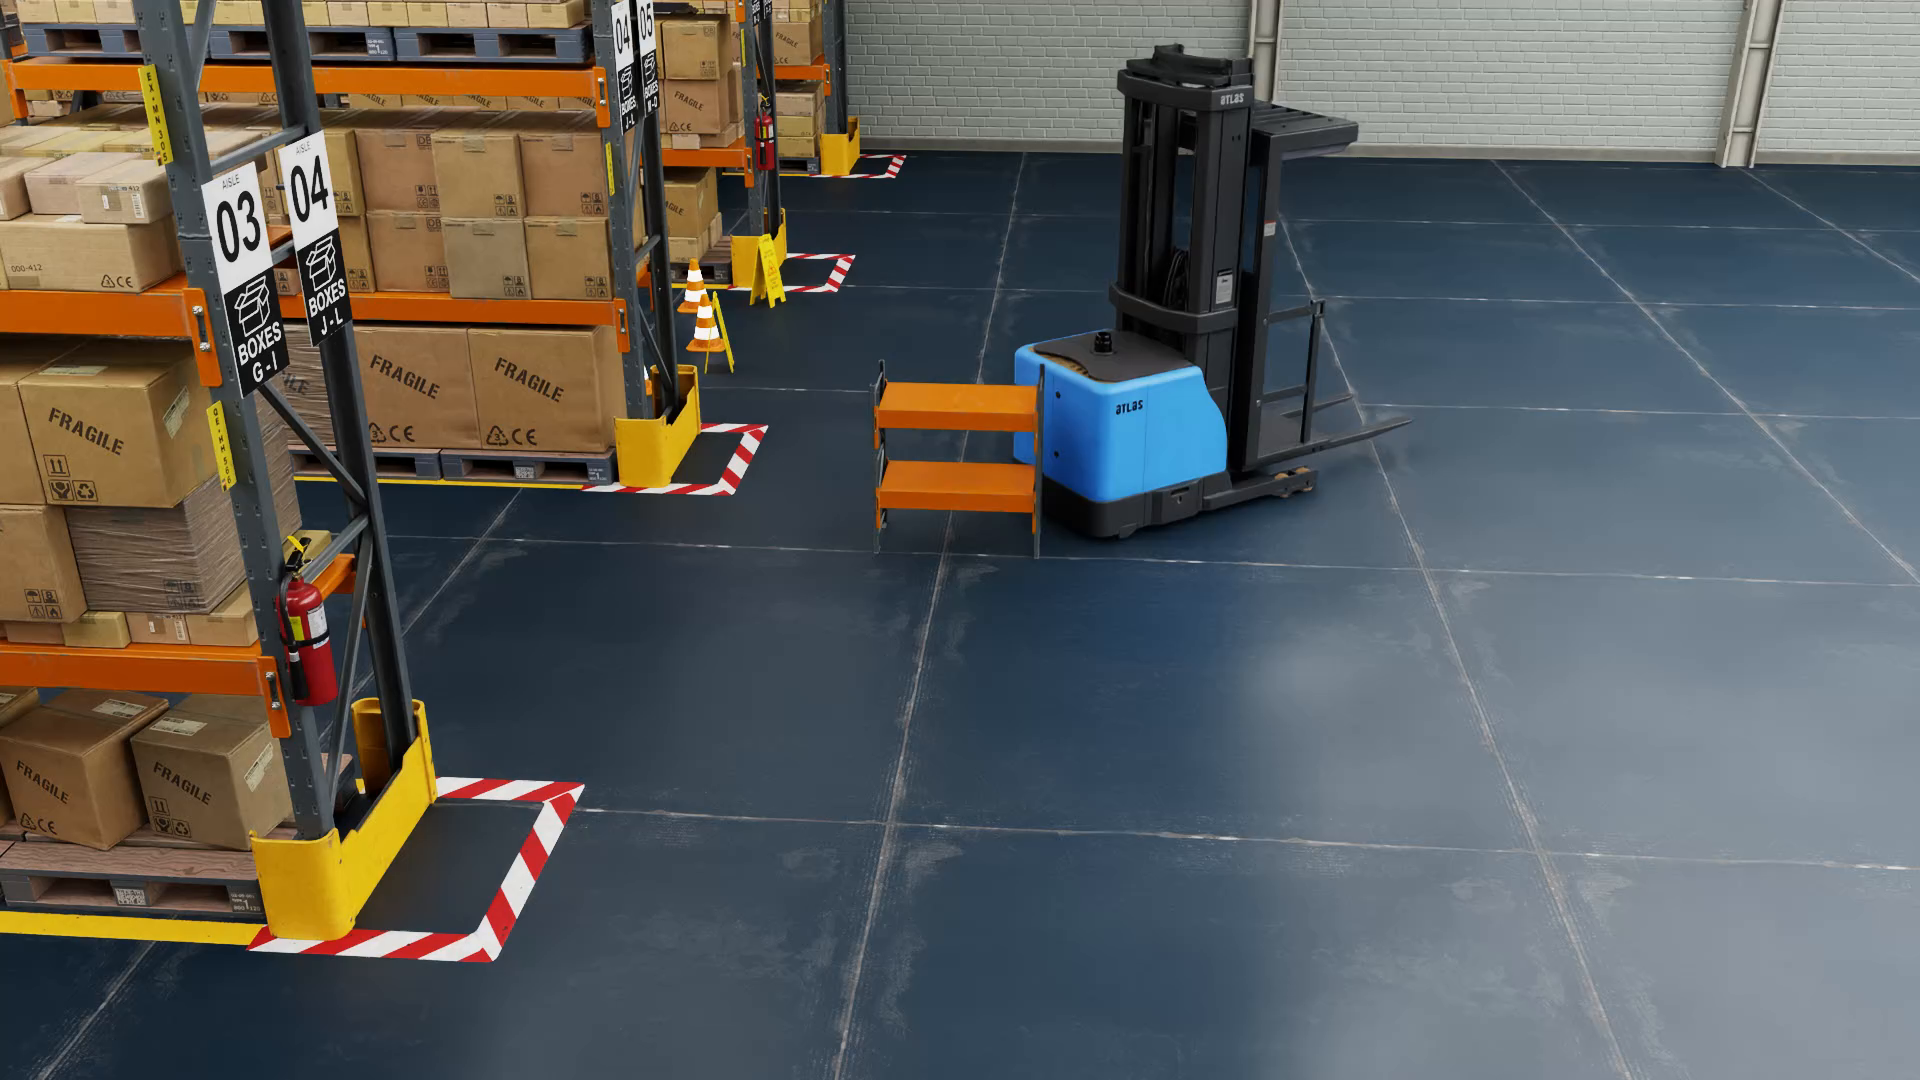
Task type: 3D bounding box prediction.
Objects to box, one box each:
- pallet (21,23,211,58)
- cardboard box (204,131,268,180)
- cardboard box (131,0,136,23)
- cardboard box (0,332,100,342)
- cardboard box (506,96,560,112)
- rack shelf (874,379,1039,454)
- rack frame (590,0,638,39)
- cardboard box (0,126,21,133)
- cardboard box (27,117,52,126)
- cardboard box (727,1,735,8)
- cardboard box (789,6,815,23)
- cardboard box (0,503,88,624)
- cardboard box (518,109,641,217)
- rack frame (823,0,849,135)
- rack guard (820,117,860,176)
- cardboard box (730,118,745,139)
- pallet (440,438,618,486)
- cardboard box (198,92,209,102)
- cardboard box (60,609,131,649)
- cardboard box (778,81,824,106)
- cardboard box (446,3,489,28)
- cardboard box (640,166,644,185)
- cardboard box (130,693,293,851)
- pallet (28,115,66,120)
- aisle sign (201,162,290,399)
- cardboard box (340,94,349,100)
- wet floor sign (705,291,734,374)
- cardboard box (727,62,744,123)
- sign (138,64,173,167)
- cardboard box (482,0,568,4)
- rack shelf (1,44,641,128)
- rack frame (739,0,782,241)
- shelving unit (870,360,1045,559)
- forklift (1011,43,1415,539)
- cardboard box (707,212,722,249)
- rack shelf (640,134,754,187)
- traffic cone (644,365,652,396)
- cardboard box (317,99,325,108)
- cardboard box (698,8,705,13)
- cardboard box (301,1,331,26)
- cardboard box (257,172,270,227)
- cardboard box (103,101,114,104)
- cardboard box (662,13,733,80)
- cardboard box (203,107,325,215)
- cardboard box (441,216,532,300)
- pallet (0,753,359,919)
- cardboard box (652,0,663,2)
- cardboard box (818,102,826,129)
[{"bbox_3d":[-5.360,-3.390,11.048,1.213,0.211,1.003,2,25,4],"label":"pallet"},{"bbox_3d":[-2.924,-1.487,6.508,0.250,0.149,0.380,2,25,4],"label":"cardboard box"},{"bbox_3d":[-5.081,-3.406,10.653,0.250,0.149,0.380,1,25,3],"label":"cardboard box"},{"bbox_3d":[-3.693,-0.692,6.993,0.500,0.500,0.500,2,25,4],"label":"cardboard box"},{"bbox_3d":[-3.972,-4.180,15.769,0.500,0.500,0.500,2,25,5],"label":"cardboard box"},{"bbox_3d":[-0.007,-0.777,10.393,1.000,0.278,0.538,2,25,4],"label":"rack shelf"},{"bbox_3d":[-2.187,-4.696,10.190,0.127,3.000,1.000,2,25,4],"label":"rack frame"},{"bbox_3d":[-3.944,-1.541,6.624,0.250,0.149,0.380,2,25,4],"label":"cardboard box"},{"bbox_3d":[-6.670,-2.612,11.522,0.500,0.500,0.700,1,25,3],"label":"cardboard box"},{"bbox_3d":[-2.659,-6.536,20.114,0.250,0.149,0.380,2,25,4],"label":"cardboard box"},{"bbox_3d":[-1.899,-6.340,20.045,0.250,0.149,0.380,2,25,5],"label":"cardboard box"},{"bbox_3d":[-3.721,-0.082,6.865,0.500,0.500,0.875,2,25,4],"label":"cardboard box"},{"bbox_3d":[-2.554,-2.557,11.248,0.550,0.550,0.875,2,25,4],"label":"cardboard box"},{"bbox_3d":[-1.532,-6.106,20.431,0.127,3.000,1.000,2,25,4],"label":"rack frame"},{"bbox_3d":[-1.508,-4.970,20.952,0.348,0.500,1.175,2,25,4],"label":"rack guard"},{"bbox_3d":[-2.231,-4.020,16.199,0.250,0.149,0.380,2,25,4],"label":"cardboard box"},{"bbox_3d":[-2.990,-0.697,12.012,1.213,0.211,1.003,2,25,4],"label":"pallet"},{"bbox_3d":[-7.383,-4.490,15.941,0.500,0.500,0.500,3,25,6],"label":"cardboard box"},{"bbox_3d":[-3.469,0.290,6.833,0.250,0.149,0.380,2,25,4],"label":"cardboard box"},{"bbox_3d":[-1.997,-5.596,20.914,0.500,0.250,0.500,1,25,3],"label":"cardboard box"},{"bbox_3d":[-3.051,-3.341,10.513,0.250,0.149,0.380,2,25,5],"label":"cardboard box"},{"bbox_3d":[-3.098,-3.515,15.914,0.250,0.149,0.380,3,25,6],"label":"cardboard box"},{"bbox_3d":[-3.288,1.011,7.452,0.500,0.500,0.500,6,25,14],"label":"cardboard box"},{"bbox_3d":[-9.166,-4.227,16.578,1.003,0.211,1.213,2,25,4],"label":"pallet"},{"bbox_3d":[-2.628,-0.961,6.139,0.004,0.787,0.394,2,25,4],"label":"aisle sign"},{"bbox_3d":[-7.564,-5.409,21.255,0.625,0.625,0.875,1,25,2],"label":"cardboard box"},{"bbox_3d":[-2.006,-1.725,13.728,0.232,0.644,0.267,-2,25,-5],"label":"wet floor sign"},{"bbox_3d":[-2.359,-4.348,16.136,0.500,0.500,0.500,1,25,3],"label":"cardboard box"},{"bbox_3d":[-2.730,-1.441,5.645,0.005,0.325,0.100,2,25,4],"label":"sign"},{"bbox_3d":[-2.696,-3.536,10.459,0.500,0.250,0.500,2,25,5],"label":"cardboard box"},{"bbox_3d":[-4.181,-3.071,11.107,4.000,0.370,1.077,2,25,4],"label":"rack shelf"},{"bbox_3d":[-1.908,-4.037,15.935,0.127,3.000,1.000,2,25,4],"label":"rack frame"},{"bbox_3d":[-0.007,-0.511,10.515,1.048,1.125,0.538,2,25,4],"label":"shelving unit"},{"bbox_3d":[1.866,-1.790,11.133,3.031,2.935,1.130,-15,29,-29],"label":"forklift"},{"bbox_3d":[-2.692,-3.120,16.728,0.500,0.250,0.500,2,25,4],"label":"cardboard box"},{"bbox_3d":[-3.903,-3.774,16.224,4.000,0.370,1.077,2,25,4],"label":"rack shelf"},{"bbox_3d":[-2.607,-1.427,13.298,0.334,0.463,0.336,2,25,4],"label":"traffic cone"},{"bbox_3d":[-6.424,-4.391,16.502,0.250,0.149,0.380,2,25,5],"label":"cardboard box"},{"bbox_3d":[-3.180,-6.371,20.112,0.250,0.149,0.380,2,25,4],"label":"cardboard box"},{"bbox_3d":[-4.065,-3.374,10.584,0.250,0.149,0.380,2,25,5],"label":"cardboard box"},{"bbox_3d":[-3.128,-1.324,6.631,0.500,0.250,0.500,3,25,6],"label":"cardboard box"},{"bbox_3d":[-8.223,-4.245,16.186,0.250,0.149,0.380,3,25,6],"label":"cardboard box"},{"bbox_3d":[-2.434,-4.597,15.481,0.500,0.500,0.700,1,25,3],"label":"cardboard box"},{"bbox_3d":[-4.724,-2.587,11.314,0.550,0.550,0.875,2,25,4],"label":"cardboard box"},{"bbox_3d":[-3.110,-2.040,11.416,0.550,0.550,0.875,2,25,4],"label":"cardboard box"},{"bbox_3d":[-3.550,1.317,7.635,1.213,0.211,1.003,2,25,4],"label":"pallet"},{"bbox_3d":[-3.685,-6.567,20.181,0.250,0.149,0.380,2,25,4],"label":"cardboard box"},{"bbox_3d":[-1.985,-5.376,21.034,0.500,0.250,0.500,2,25,5],"label":"cardboard box"}]
